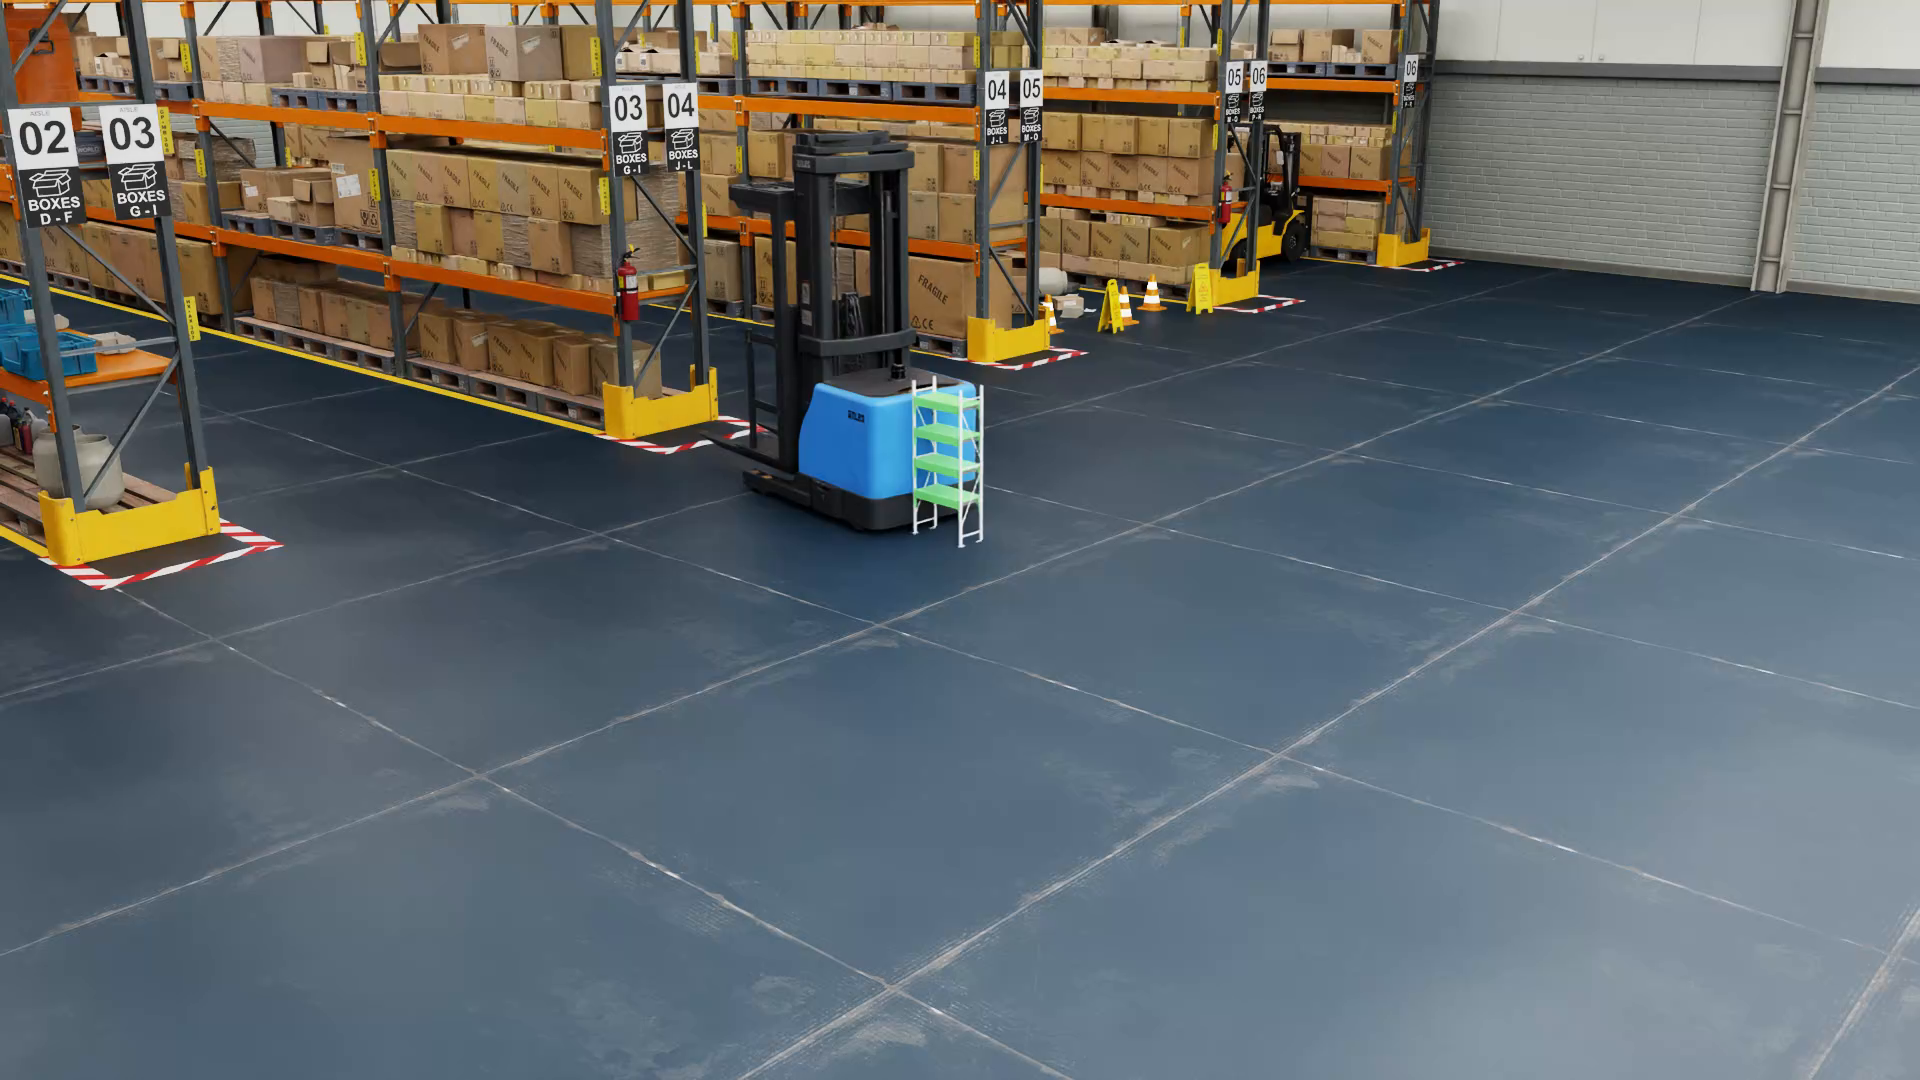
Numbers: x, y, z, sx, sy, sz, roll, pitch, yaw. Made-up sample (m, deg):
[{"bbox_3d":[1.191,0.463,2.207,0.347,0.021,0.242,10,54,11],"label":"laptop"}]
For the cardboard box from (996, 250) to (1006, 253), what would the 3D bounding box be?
[{"bbox_3d":[0.381,-4.610,25.829,0.625,0.372,0.950,15,23,40],"label":"cardboard box"}]

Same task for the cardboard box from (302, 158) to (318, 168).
[{"bbox_3d":[-11.003,-6.460,28.424,0.250,0.149,0.380,14,22,38],"label":"cardboard box"}]

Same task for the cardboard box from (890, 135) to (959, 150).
[{"bbox_3d":[-0.497,-4.516,19.851,0.550,0.550,0.875,15,23,39],"label":"cardboard box"}]

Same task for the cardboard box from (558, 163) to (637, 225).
[{"bbox_3d":[-3.387,-3.233,15.530,0.500,0.500,0.500,15,23,39],"label":"cardboard box"}]

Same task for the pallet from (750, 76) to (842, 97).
[{"bbox_3d":[-1.831,-5.638,20.607,1.213,0.211,1.003,15,23,39],"label":"pallet"}]

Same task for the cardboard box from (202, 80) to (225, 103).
[{"bbox_3d":[-8.613,-5.325,19.721,0.500,0.250,0.500,16,23,40],"label":"cardboard box"}]

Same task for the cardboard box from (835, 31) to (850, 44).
[{"bbox_3d":[-1.251,-5.900,19.522,0.250,0.149,0.380,15,23,39],"label":"cardboard box"}]

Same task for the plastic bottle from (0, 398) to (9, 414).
[{"bbox_3d":[-8.418,-1.078,14.701,0.185,0.351,0.144,14,23,38],"label":"plastic bottle"}]

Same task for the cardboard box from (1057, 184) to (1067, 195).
[{"bbox_3d":[1.622,-5.113,24.178,0.250,0.149,0.380,15,23,39],"label":"cardboard box"}]

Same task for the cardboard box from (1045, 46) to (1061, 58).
[{"bbox_3d":[1.378,-6.951,23.694,0.250,0.149,0.380,15,23,39],"label":"cardboard box"}]

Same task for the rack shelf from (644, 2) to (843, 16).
[{"bbox_3d":[-3.713,-9.088,28.223,4.000,0.370,1.077,15,23,39],"label":"rack shelf"}]

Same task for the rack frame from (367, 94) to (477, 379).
[{"bbox_3d":[-5.803,-3.316,18.100,0.127,3.000,1.000,15,23,39],"label":"rack frame"}]

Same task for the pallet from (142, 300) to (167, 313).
[{"bbox_3d":[-10.243,-3.210,22.377,1.213,0.211,1.003,15,23,39],"label":"pallet"}]

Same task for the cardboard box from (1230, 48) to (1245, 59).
[{"bbox_3d":[3.636,-6.562,22.468,0.250,0.149,0.380,15,23,39],"label":"cardboard box"}]

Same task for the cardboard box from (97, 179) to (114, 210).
[{"bbox_3d":[-11.232,-4.720,22.360,0.500,0.500,0.500,15,23,39],"label":"cardboard box"}]

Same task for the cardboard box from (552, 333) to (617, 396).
[{"bbox_3d":[-3.737,-1.763,16.645,0.500,0.500,0.500,-11,21,-31],"label":"cardboard box"}]

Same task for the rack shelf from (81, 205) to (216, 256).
[{"bbox_3d":[-10.291,-4.177,22.005,4.000,0.370,1.077,15,23,39],"label":"rack shelf"}]

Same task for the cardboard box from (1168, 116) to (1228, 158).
[{"bbox_3d":[3.239,-5.474,22.590,0.500,0.500,0.700,14,23,38],"label":"cardboard box"}]

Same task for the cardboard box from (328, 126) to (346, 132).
[{"bbox_3d":[-10.112,-7.032,27.500,0.500,0.500,0.500,14,22,38],"label":"cardboard box"}]

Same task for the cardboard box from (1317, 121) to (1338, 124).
[{"bbox_3d":[6.049,-6.778,27.281,0.250,0.149,0.380,14,23,38],"label":"cardboard box"}]

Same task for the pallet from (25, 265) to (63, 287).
[{"bbox_3d":[-13.220,-4.008,24.892,1.213,0.211,1.003,15,23,39],"label":"pallet"}]

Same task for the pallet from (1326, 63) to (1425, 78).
[{"bbox_3d":[6.547,-7.414,26.201,1.213,0.211,1.003,15,23,39],"label":"pallet"}]

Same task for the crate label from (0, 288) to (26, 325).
[{"bbox_3d":[-7.655,-1.717,13.005,0.616,0.435,0.502,15,23,39],"label":"crate label"}]

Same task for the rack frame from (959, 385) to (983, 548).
[{"bbox_3d":[0.081,-0.537,12.321,0.015,1.200,0.240,16,24,42],"label":"rack frame"}]

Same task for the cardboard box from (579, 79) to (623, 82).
[{"bbox_3d":[-3.421,-4.336,15.945,0.250,0.149,0.380,16,24,41],"label":"cardboard box"}]

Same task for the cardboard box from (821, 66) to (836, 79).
[{"bbox_3d":[-1.435,-5.570,19.801,0.250,0.149,0.380,15,23,39],"label":"cardboard box"}]

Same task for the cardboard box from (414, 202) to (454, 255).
[{"bbox_3d":[-5.157,-3.292,17.370,0.500,0.500,0.875,15,23,39],"label":"cardboard box"}]

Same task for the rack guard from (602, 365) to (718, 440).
[{"bbox_3d":[-2.868,-1.336,15.996,0.348,0.500,1.175,15,23,39],"label":"rack guard"}]

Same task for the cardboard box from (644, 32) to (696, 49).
[{"bbox_3d":[-3.941,-6.660,22.655,0.500,0.500,0.500,15,23,39],"label":"cardboard box"}]

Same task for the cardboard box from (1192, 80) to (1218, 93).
[{"bbox_3d":[3.314,-6.073,22.245,0.250,0.149,0.380,15,23,39],"label":"cardboard box"}]

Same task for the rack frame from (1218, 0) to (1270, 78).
[{"bbox_3d":[3.766,-7.614,21.727,0.127,3.000,1.000,15,23,39],"label":"rack frame"}]

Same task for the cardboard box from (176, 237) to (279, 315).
[{"bbox_3d":[-9.298,-3.449,21.340,0.875,0.875,1.225,14,22,37],"label":"cardboard box"}]

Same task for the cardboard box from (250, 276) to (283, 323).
[{"bbox_3d":[-8.281,-3.007,20.533,0.500,0.500,0.700,14,22,36],"label":"cardboard box"}]

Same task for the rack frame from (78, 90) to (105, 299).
[{"bbox_3d":[-11.787,-4.922,23.161,0.127,3.000,1.000,15,23,39],"label":"rack frame"}]

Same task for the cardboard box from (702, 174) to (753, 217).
[{"bbox_3d":[-3.003,-4.509,21.696,0.500,0.500,0.500,15,23,39],"label":"cardboard box"}]

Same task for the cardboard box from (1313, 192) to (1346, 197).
[{"bbox_3d":[6.081,-5.586,27.453,0.500,0.250,0.500,15,23,39],"label":"cardboard box"}]

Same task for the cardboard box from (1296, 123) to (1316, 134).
[{"bbox_3d":[5.629,-6.635,26.829,0.250,0.149,0.380,16,23,40],"label":"cardboard box"}]

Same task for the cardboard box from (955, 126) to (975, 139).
[{"bbox_3d":[0.277,-5.988,25.170,0.500,0.500,0.500,15,23,38],"label":"cardboard box"}]

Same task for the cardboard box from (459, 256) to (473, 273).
[{"bbox_3d":[-4.891,-2.839,17.014,0.250,0.149,0.380,15,23,39],"label":"cardboard box"}]

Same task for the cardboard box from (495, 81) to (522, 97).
[{"bbox_3d":[-4.195,-4.309,15.860,0.250,0.149,0.380,14,22,37],"label":"cardboard box"}]

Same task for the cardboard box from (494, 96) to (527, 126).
[{"bbox_3d":[-4.094,-4.114,15.906,0.500,0.250,0.500,16,23,40],"label":"cardboard box"}]

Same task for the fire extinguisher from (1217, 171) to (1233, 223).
[{"bbox_3d":[3.546,-4.590,22.245,0.183,0.674,0.296,15,23,39],"label":"fire extinguisher"}]

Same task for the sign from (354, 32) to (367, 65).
[{"bbox_3d":[-6.169,-5.053,17.111,0.005,0.325,0.100,15,23,39],"label":"sign"}]

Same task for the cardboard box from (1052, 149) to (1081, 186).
[{"bbox_3d":[1.676,-5.396,24.000,0.500,0.500,0.500,15,23,39],"label":"cardboard box"}]

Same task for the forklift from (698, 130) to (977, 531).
[{"bbox_3d":[-1.163,-1.850,13.597,1.130,2.935,3.031,-13,22,-36],"label":"forklift"}]

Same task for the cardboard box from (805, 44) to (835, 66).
[{"bbox_3d":[-1.500,-5.802,19.871,0.500,0.250,0.500,15,23,39],"label":"cardboard box"}]

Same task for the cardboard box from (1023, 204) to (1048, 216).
[{"bbox_3d":[1.090,-4.896,24.618,0.250,0.149,0.380,15,23,40],"label":"cardboard box"}]

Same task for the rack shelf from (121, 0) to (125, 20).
[{"bbox_3d":[-7.595,-4.119,12.566,4.000,0.370,1.077,15,23,39],"label":"rack shelf"}]

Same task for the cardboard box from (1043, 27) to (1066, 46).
[{"bbox_3d":[1.898,-8.930,29.809,0.500,0.500,0.700,14,23,38],"label":"cardboard box"}]

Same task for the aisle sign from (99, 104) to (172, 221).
[{"bbox_3d":[-5.851,-2.683,11.808,0.004,0.787,0.394,15,23,39],"label":"aisle sign"}]

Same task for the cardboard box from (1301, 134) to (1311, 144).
[{"bbox_3d":[5.637,-6.493,26.876,0.250,0.149,0.380,15,23,40],"label":"cardboard box"}]

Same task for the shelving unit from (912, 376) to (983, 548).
[{"bbox_3d":[-0.093,-0.589,12.483,0.503,1.200,0.258,16,24,42],"label":"shelving unit"}]

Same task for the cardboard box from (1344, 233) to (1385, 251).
[{"bbox_3d":[6.497,-4.791,26.600,0.500,0.250,0.500,15,23,40],"label":"cardboard box"}]

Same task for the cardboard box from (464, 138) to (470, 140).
[{"bbox_3d":[-7.596,-6.245,26.069,0.250,0.149,0.380,14,22,38],"label":"cardboard box"}]

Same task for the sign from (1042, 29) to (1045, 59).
[{"bbox_3d":[0.929,-5.623,18.835,0.005,0.325,0.100,15,23,39],"label":"sign"}]

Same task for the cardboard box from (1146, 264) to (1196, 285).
[{"bbox_3d":[2.965,-3.750,23.321,0.500,0.250,0.500,15,23,39],"label":"cardboard box"}]
